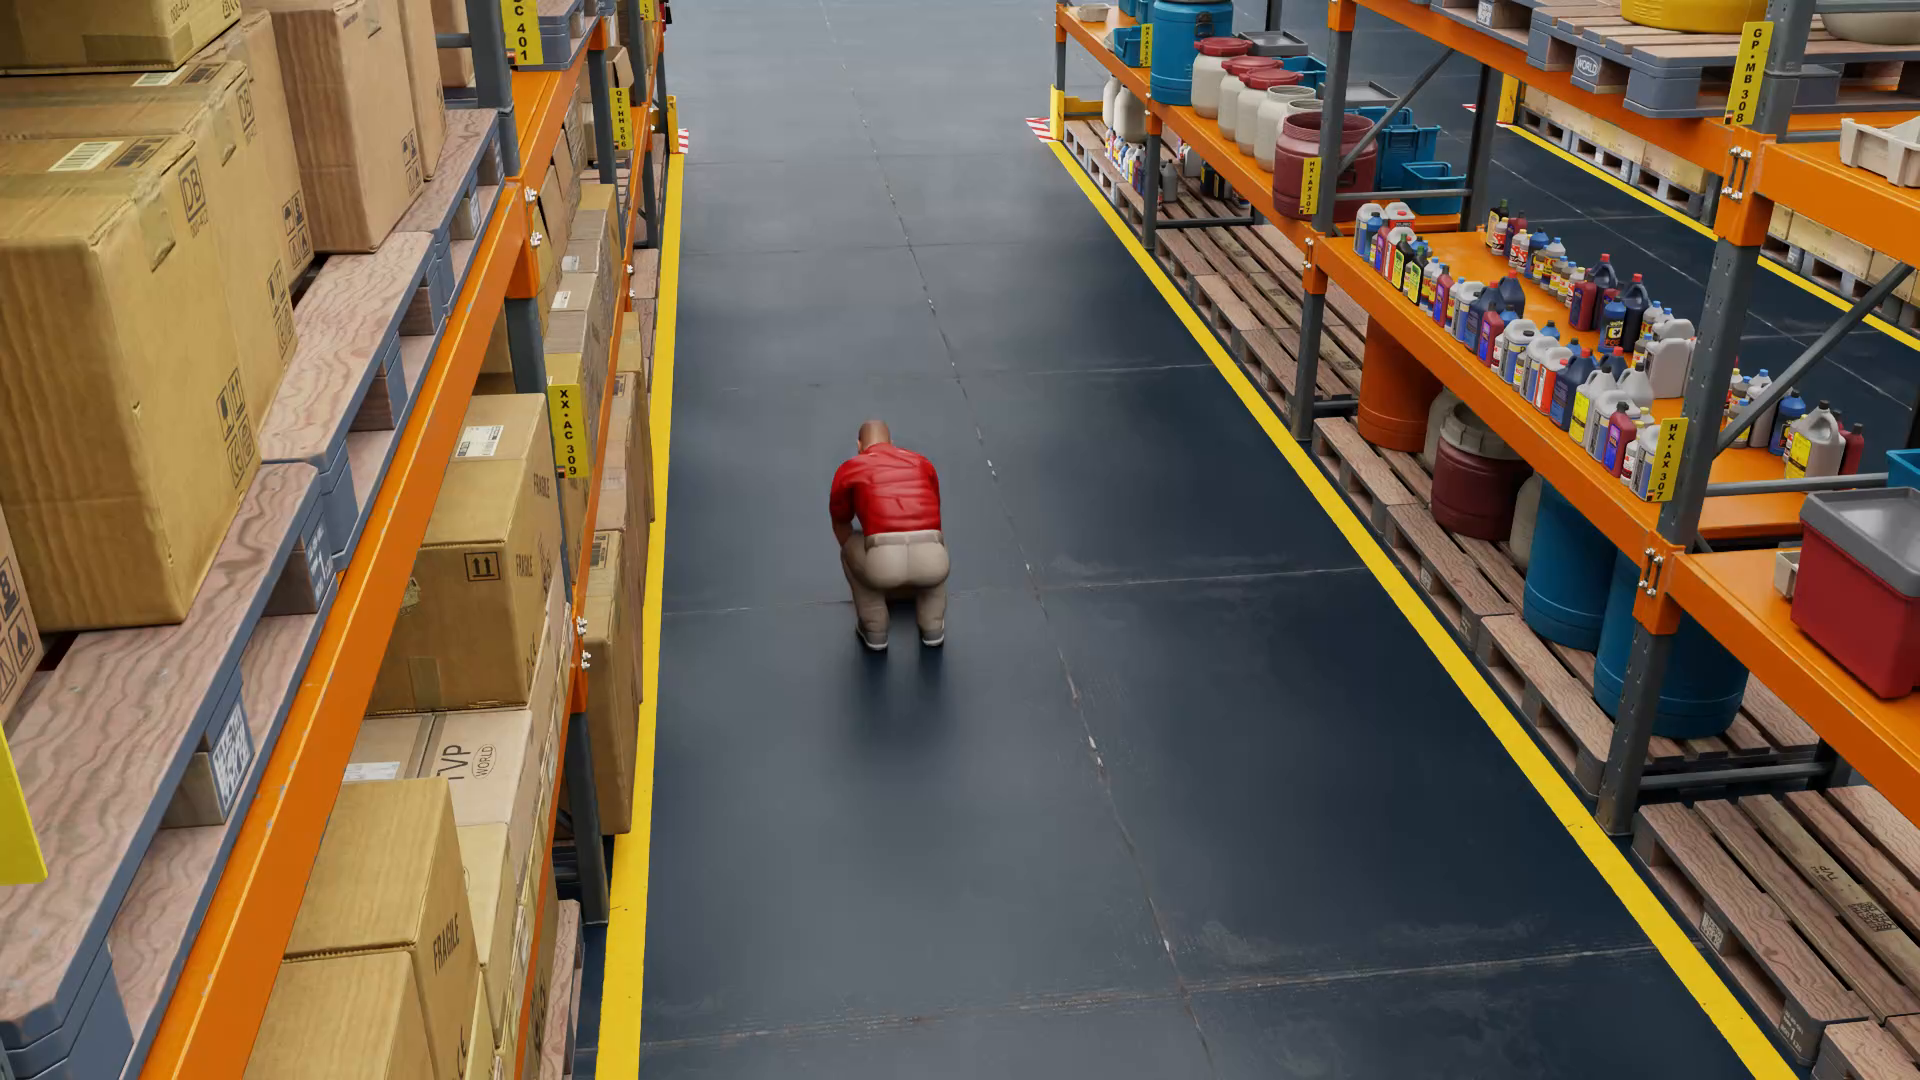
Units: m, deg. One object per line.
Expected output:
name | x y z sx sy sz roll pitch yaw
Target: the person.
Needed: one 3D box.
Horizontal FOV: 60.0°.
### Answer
person | -0.332 -0.011 8.023 0.568 0.949 0.873 -4 27 -7
